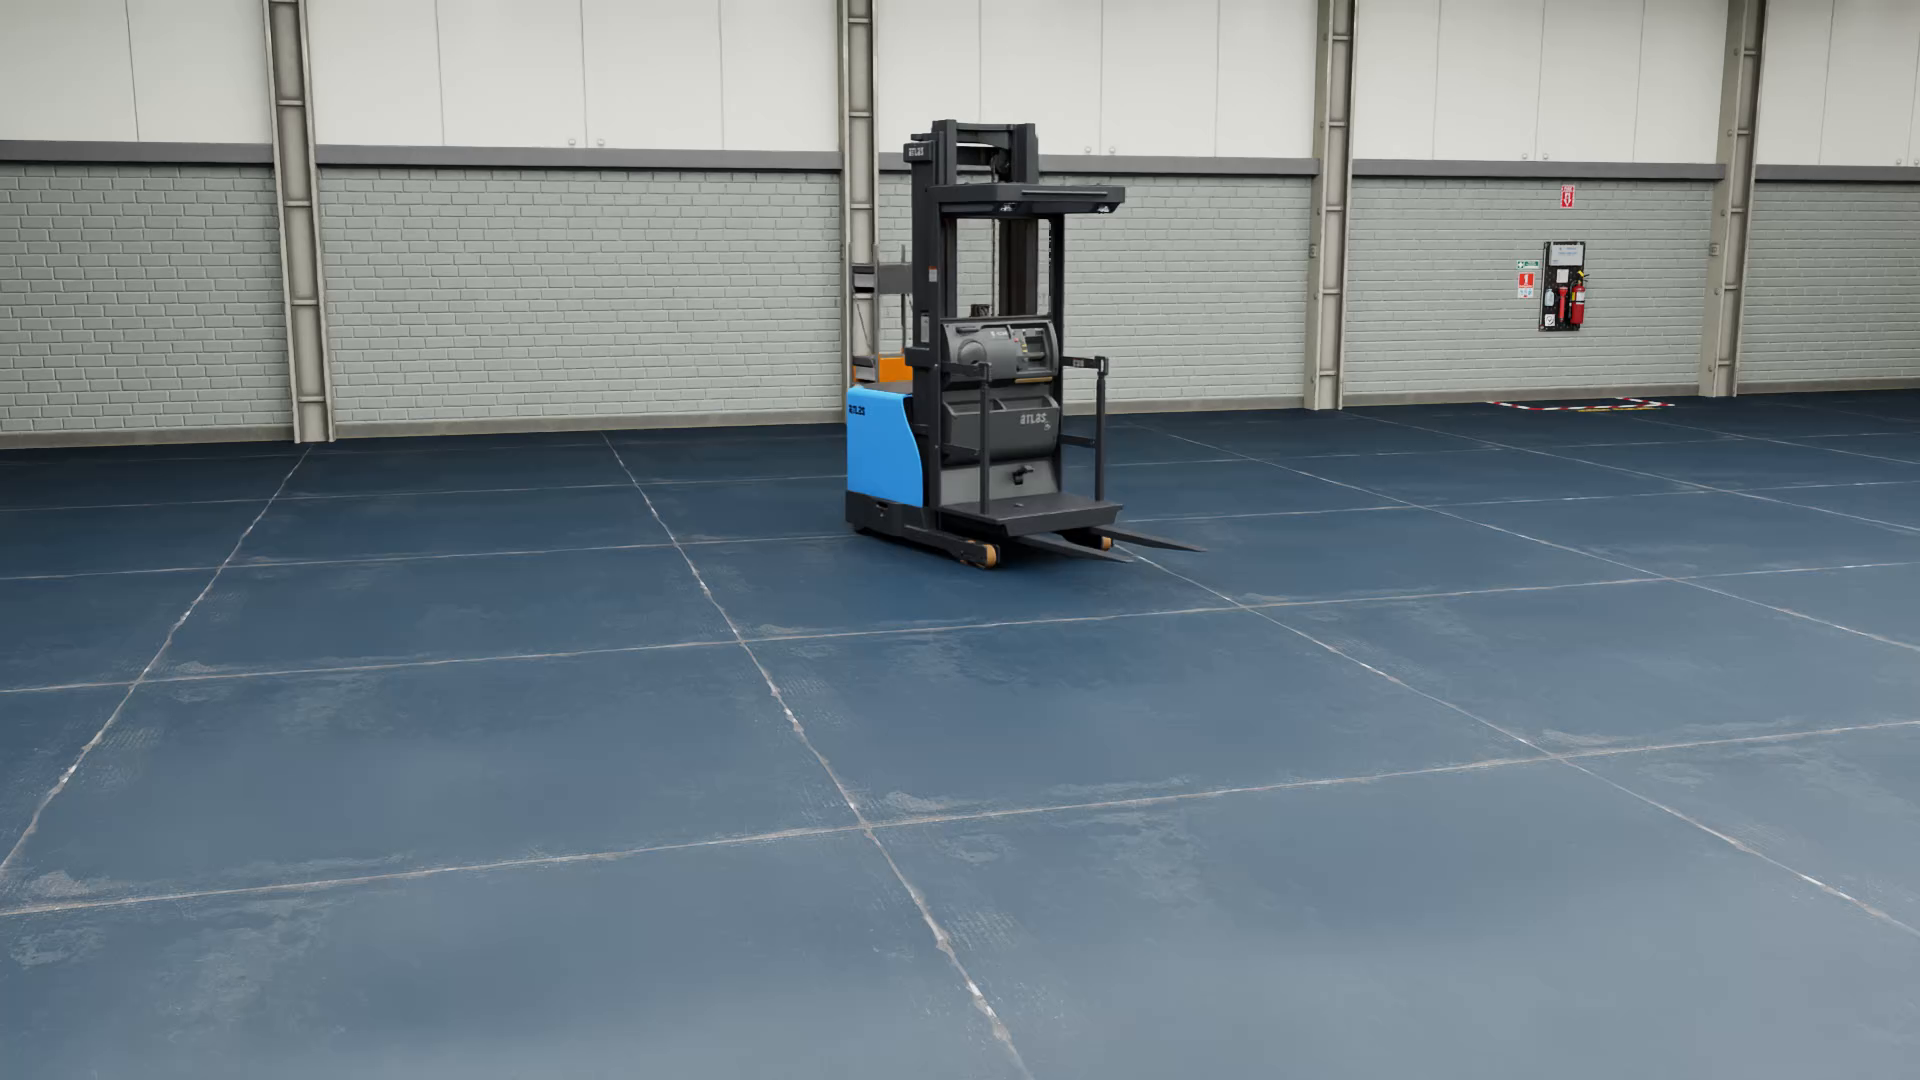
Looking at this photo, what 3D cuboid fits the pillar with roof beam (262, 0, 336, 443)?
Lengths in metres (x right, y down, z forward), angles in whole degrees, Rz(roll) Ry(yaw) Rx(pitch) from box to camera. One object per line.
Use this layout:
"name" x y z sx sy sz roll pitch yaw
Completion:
"pillar with roof beam" -5.711 -4.744 12.959 0.400 9.000 9.100 -3 11 -16

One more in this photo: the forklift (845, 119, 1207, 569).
"forklift" 0.411 -1.349 11.278 1.130 2.935 3.031 -7 13 -35

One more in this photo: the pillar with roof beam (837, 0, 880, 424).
"pillar with roof beam" 0.050 -5.047 14.609 0.400 9.000 9.100 -3 11 -16

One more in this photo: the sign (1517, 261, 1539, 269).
"sign" 7.432 -3.601 21.759 0.331 0.109 0.001 -3 11 -16

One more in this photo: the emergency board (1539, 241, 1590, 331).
"emergency board" 7.985 -3.334 21.872 0.643 1.169 0.194 -3 11 -16

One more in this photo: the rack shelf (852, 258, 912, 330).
"rack shelf" -0.531 -1.885 12.695 0.480 0.518 0.431 -7 13 -35

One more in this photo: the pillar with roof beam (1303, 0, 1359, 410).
"pillar with roof beam" 5.811 -5.351 16.258 0.400 9.000 9.100 -3 11 -16

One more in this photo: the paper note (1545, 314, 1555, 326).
"paper note" 7.796 -2.904 21.968 0.142 0.148 0.016 -3 11 -16

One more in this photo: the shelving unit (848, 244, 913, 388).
"shelving unit" -0.531 -1.210 12.819 0.503 2.100 0.431 -7 13 -35

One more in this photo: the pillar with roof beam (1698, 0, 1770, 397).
"pillar with roof beam" 11.572 -5.655 17.907 0.400 9.000 9.100 -3 11 -16

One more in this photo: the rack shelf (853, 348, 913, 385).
"rack shelf" -0.531 -1.197 12.822 0.480 0.518 0.431 -7 13 -35

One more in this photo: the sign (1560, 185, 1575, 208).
"sign" 7.949 -4.491 21.754 0.199 0.298 0.001 -3 11 -16

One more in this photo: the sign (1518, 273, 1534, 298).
"sign" 7.425 -3.342 21.814 0.234 0.329 0.001 -3 11 -16

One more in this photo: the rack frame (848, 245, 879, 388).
"rack frame" -0.730 -1.184 12.680 0.015 2.100 0.400 -7 13 -35

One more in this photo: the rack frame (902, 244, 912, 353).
"rack frame" -0.332 -1.236 12.958 0.015 2.100 0.400 -7 13 -35
